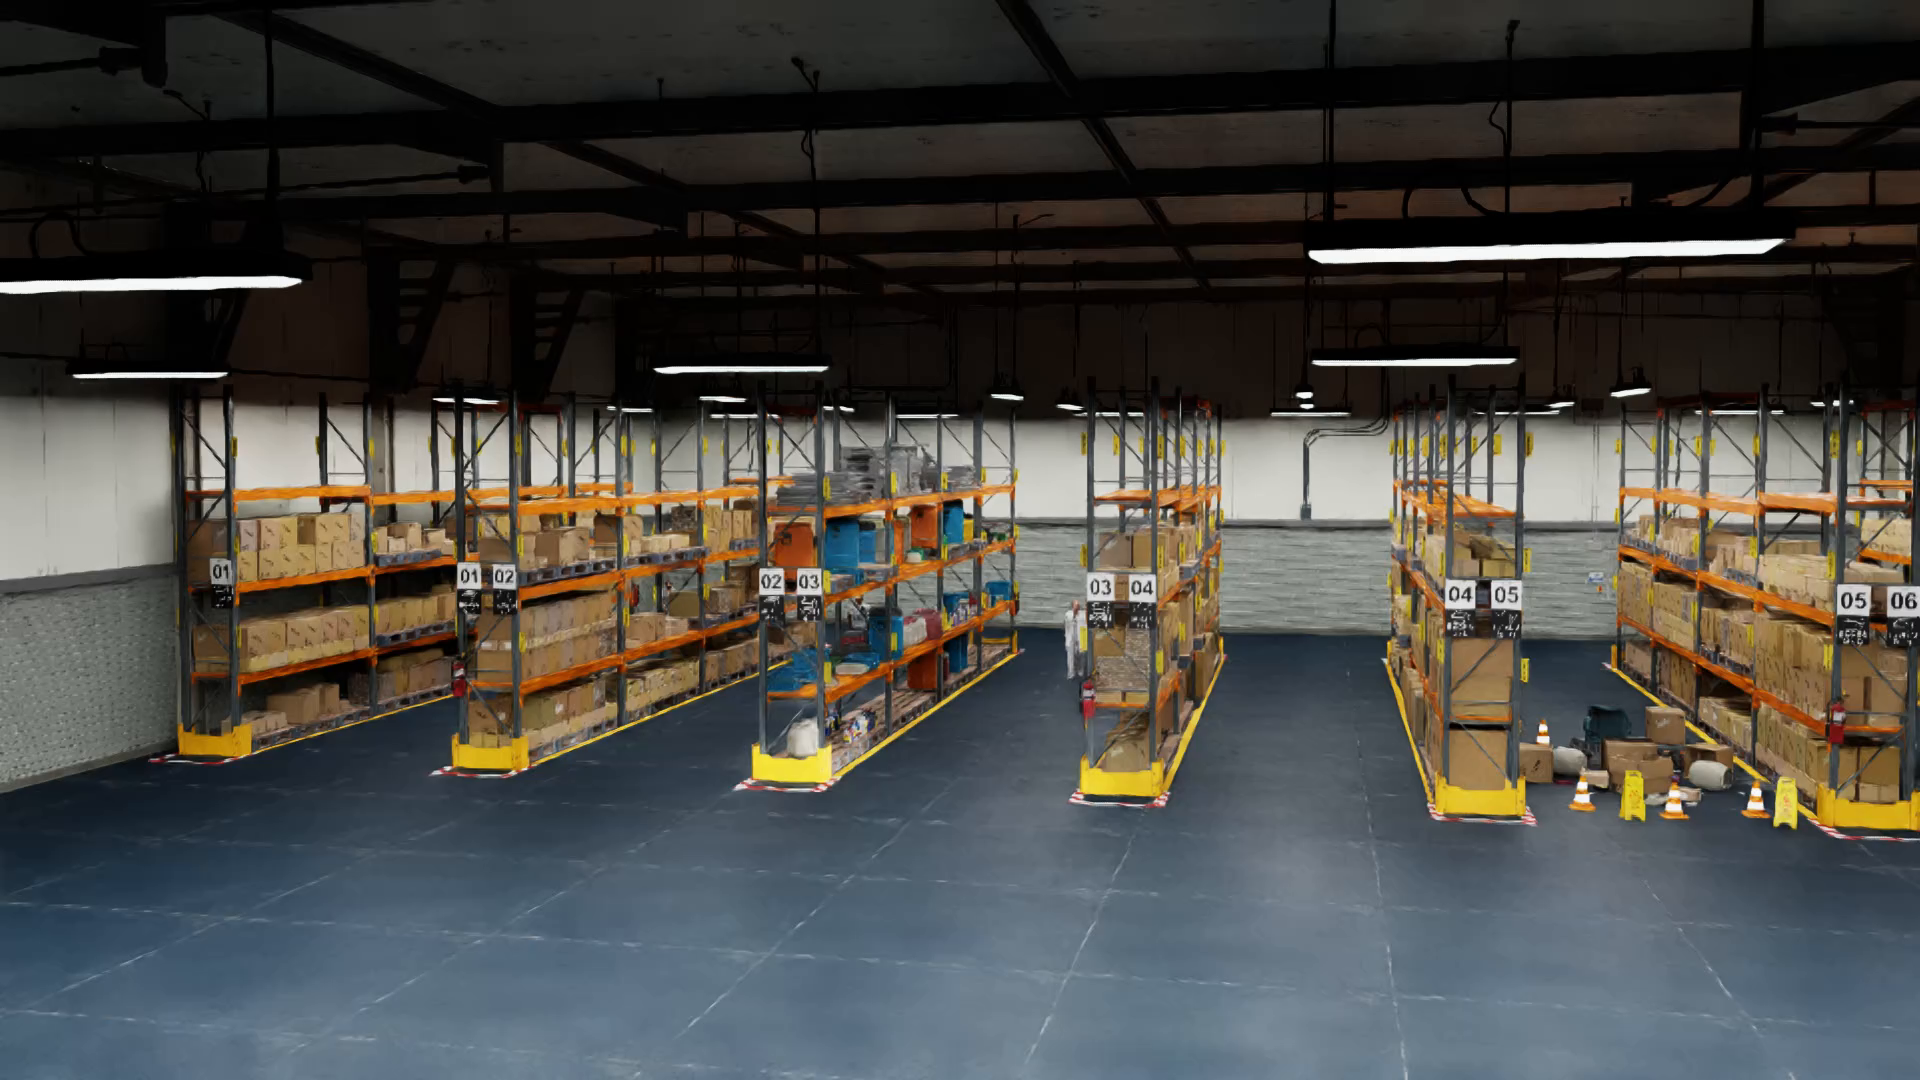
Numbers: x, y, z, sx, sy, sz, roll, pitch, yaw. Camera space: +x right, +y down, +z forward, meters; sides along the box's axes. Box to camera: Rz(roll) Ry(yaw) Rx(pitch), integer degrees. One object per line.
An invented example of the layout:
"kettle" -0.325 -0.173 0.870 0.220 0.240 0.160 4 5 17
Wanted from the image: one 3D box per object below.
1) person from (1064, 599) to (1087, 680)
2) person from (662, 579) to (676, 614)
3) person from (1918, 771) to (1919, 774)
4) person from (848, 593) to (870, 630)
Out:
"person" 2.520 2.131 35.838 0.603 1.725 1.110 1 3 11
"person" -7.628 1.784 43.657 0.562 1.536 0.738 -1 3 -10
"person" 14.645 2.679 24.885 0.491 1.700 0.625 3 4 42
"person" -2.343 2.023 38.898 0.592 1.623 0.523 1 3 10
